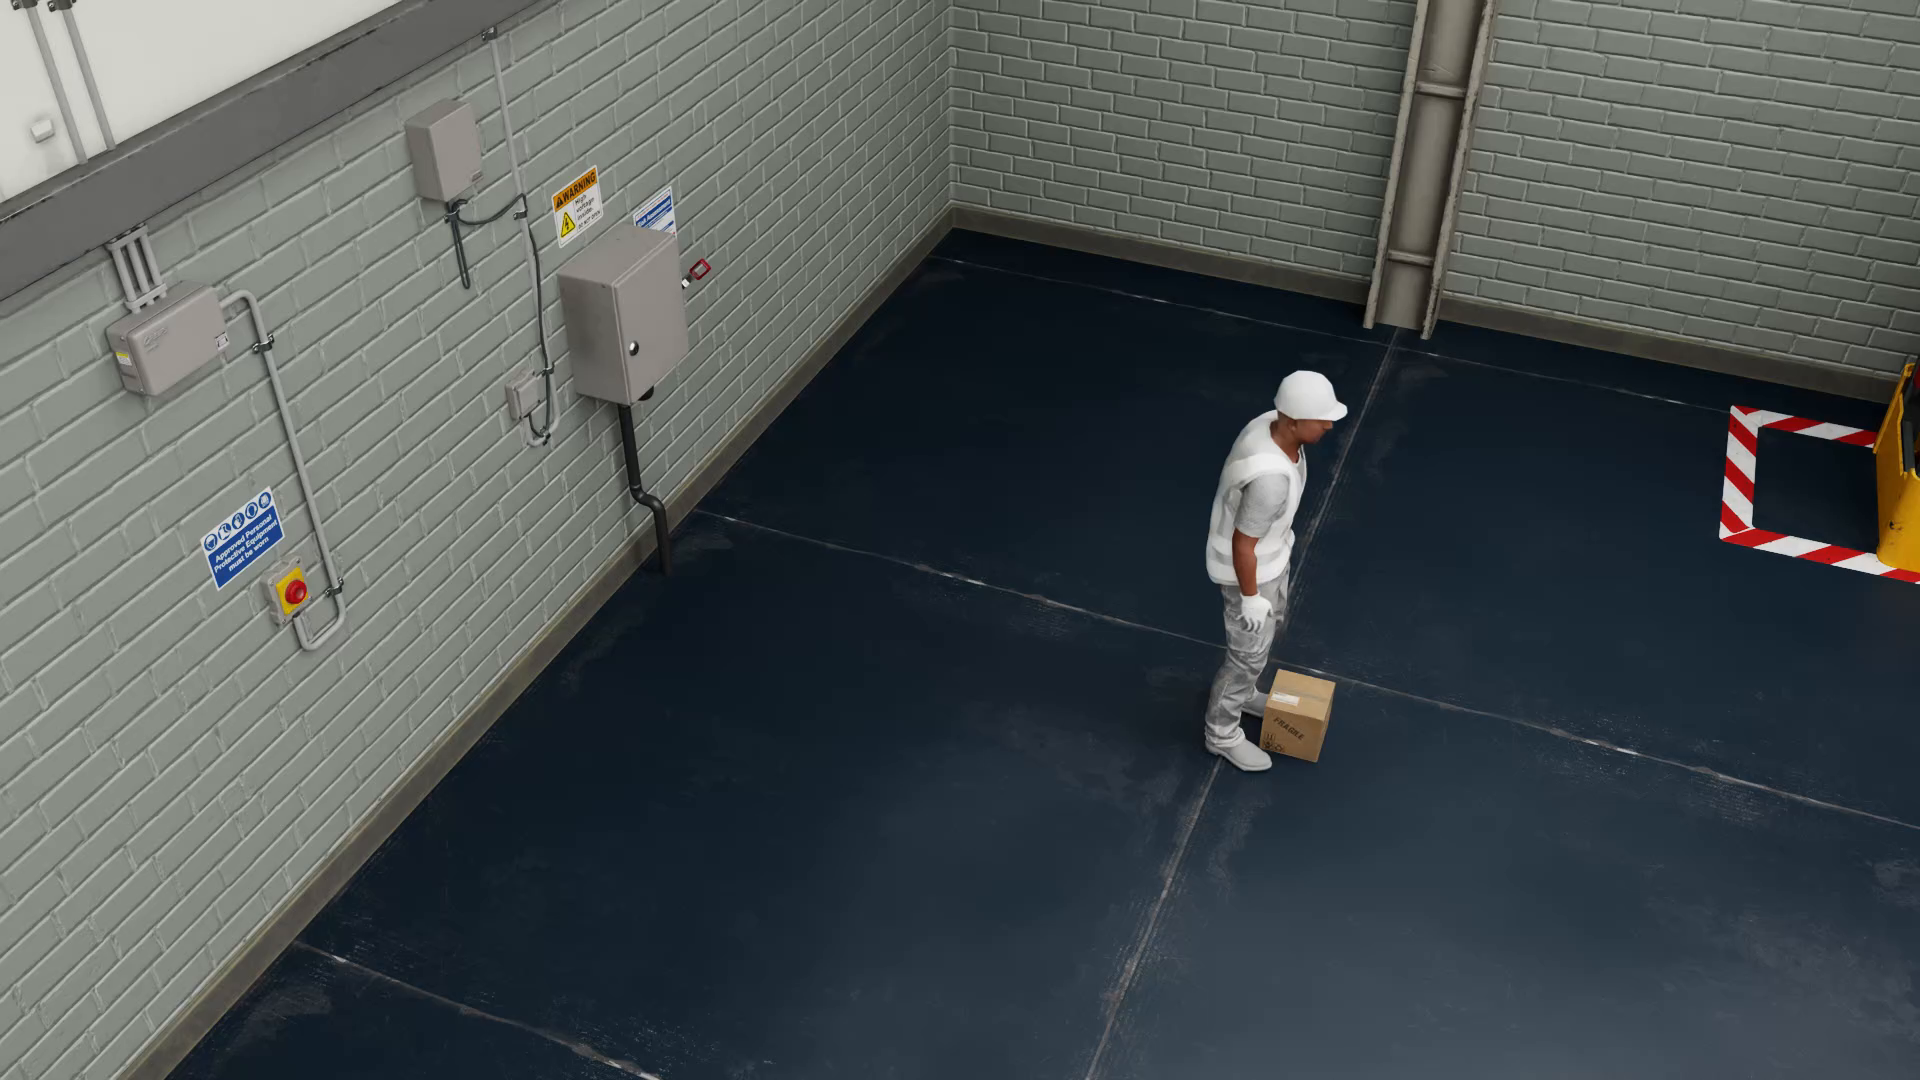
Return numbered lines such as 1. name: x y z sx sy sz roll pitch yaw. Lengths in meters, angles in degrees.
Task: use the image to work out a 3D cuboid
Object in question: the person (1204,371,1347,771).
1. person: 1.220 0.096 6.687 0.452 1.772 0.615 12 39 16
